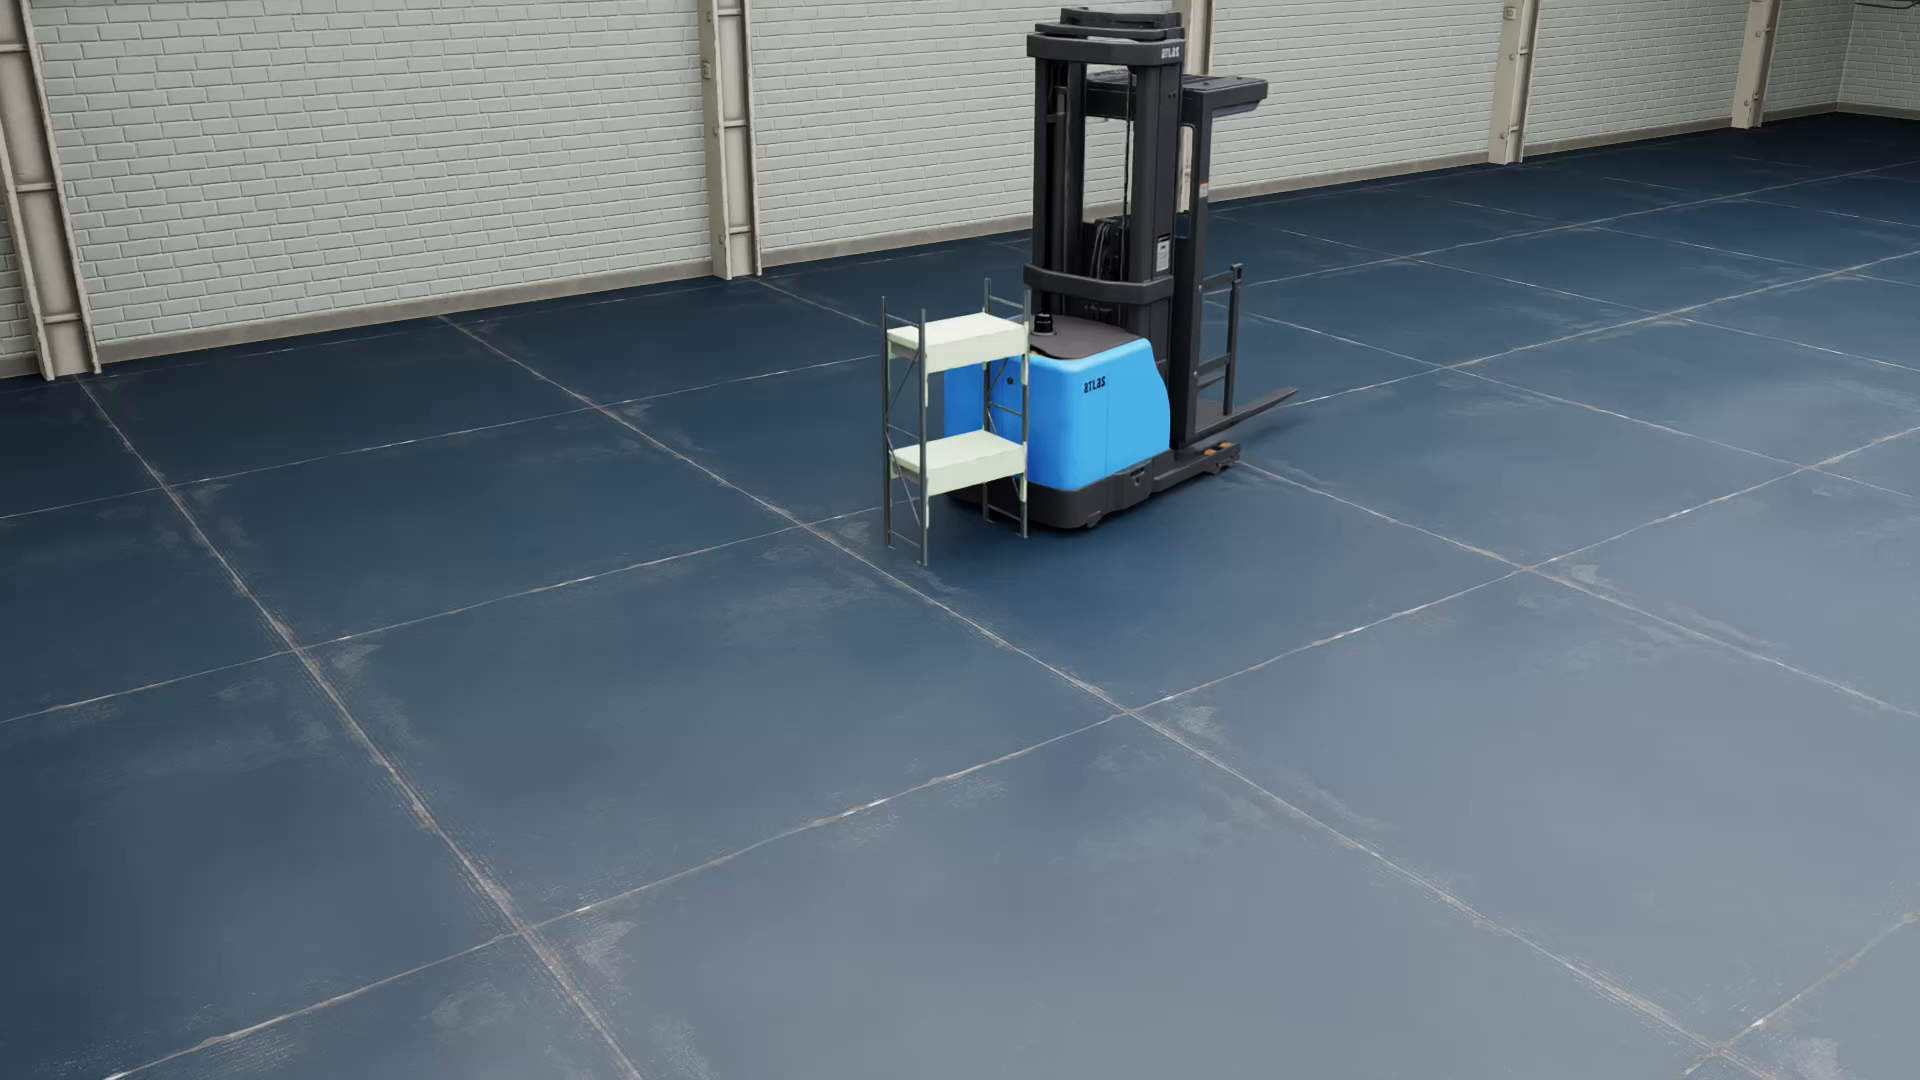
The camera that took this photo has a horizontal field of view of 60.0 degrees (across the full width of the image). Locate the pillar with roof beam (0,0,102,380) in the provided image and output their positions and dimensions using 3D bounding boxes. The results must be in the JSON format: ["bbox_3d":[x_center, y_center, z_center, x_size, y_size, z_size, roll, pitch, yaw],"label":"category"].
[{"bbox_3d":[-4.568,-4.222,8.335,0.400,9.000,9.100,-15,26,-33],"label":"pillar with roof beam"}]

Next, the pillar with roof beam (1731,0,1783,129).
[{"bbox_3d":[14.914,-9.417,21.353,0.400,9.000,9.100,-15,26,-33],"label":"pillar with roof beam"}]

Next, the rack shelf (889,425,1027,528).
[{"bbox_3d":[-0.023,-0.379,9.703,0.720,0.370,0.431,-16,27,-34],"label":"rack shelf"}]

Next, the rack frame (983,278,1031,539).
[{"bbox_3d":[0.270,-0.763,9.786,0.023,1.500,0.400,-16,27,-34],"label":"rack frame"}]

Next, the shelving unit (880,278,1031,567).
[{"bbox_3d":[-0.023,-0.682,9.582,0.755,1.500,0.431,-16,27,-34],"label":"shelving unit"}]

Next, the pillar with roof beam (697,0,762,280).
[{"bbox_3d":[0.303,-5.521,11.589,0.400,9.000,9.100,-15,26,-33],"label":"pillar with roof beam"}]

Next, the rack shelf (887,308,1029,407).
[{"bbox_3d":[-0.023,-1.044,9.437,0.720,0.370,0.431,-16,27,-34],"label":"rack shelf"}]

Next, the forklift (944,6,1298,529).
[{"bbox_3d":[1.222,-1.899,10.701,1.130,2.935,3.031,17,28,37],"label":"forklift"}]

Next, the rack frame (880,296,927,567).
[{"bbox_3d":[-0.316,-0.601,9.378,0.023,1.500,0.400,-16,27,-34],"label":"rack frame"}]

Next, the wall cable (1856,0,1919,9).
[{"bbox_3d":[15.564,-9.509,25.775,0.112,2.526,3.097,-15,26,-33],"label":"wall cable"}]

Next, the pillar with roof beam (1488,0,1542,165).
[{"bbox_3d":[10.044,-8.118,18.098,0.400,9.000,9.100,-15,26,-33],"label":"pillar with roof beam"}]

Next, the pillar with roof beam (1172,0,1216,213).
[{"bbox_3d":[5.173,-6.819,14.844,0.400,9.000,9.100,-15,26,-33],"label":"pillar with roof beam"}]
